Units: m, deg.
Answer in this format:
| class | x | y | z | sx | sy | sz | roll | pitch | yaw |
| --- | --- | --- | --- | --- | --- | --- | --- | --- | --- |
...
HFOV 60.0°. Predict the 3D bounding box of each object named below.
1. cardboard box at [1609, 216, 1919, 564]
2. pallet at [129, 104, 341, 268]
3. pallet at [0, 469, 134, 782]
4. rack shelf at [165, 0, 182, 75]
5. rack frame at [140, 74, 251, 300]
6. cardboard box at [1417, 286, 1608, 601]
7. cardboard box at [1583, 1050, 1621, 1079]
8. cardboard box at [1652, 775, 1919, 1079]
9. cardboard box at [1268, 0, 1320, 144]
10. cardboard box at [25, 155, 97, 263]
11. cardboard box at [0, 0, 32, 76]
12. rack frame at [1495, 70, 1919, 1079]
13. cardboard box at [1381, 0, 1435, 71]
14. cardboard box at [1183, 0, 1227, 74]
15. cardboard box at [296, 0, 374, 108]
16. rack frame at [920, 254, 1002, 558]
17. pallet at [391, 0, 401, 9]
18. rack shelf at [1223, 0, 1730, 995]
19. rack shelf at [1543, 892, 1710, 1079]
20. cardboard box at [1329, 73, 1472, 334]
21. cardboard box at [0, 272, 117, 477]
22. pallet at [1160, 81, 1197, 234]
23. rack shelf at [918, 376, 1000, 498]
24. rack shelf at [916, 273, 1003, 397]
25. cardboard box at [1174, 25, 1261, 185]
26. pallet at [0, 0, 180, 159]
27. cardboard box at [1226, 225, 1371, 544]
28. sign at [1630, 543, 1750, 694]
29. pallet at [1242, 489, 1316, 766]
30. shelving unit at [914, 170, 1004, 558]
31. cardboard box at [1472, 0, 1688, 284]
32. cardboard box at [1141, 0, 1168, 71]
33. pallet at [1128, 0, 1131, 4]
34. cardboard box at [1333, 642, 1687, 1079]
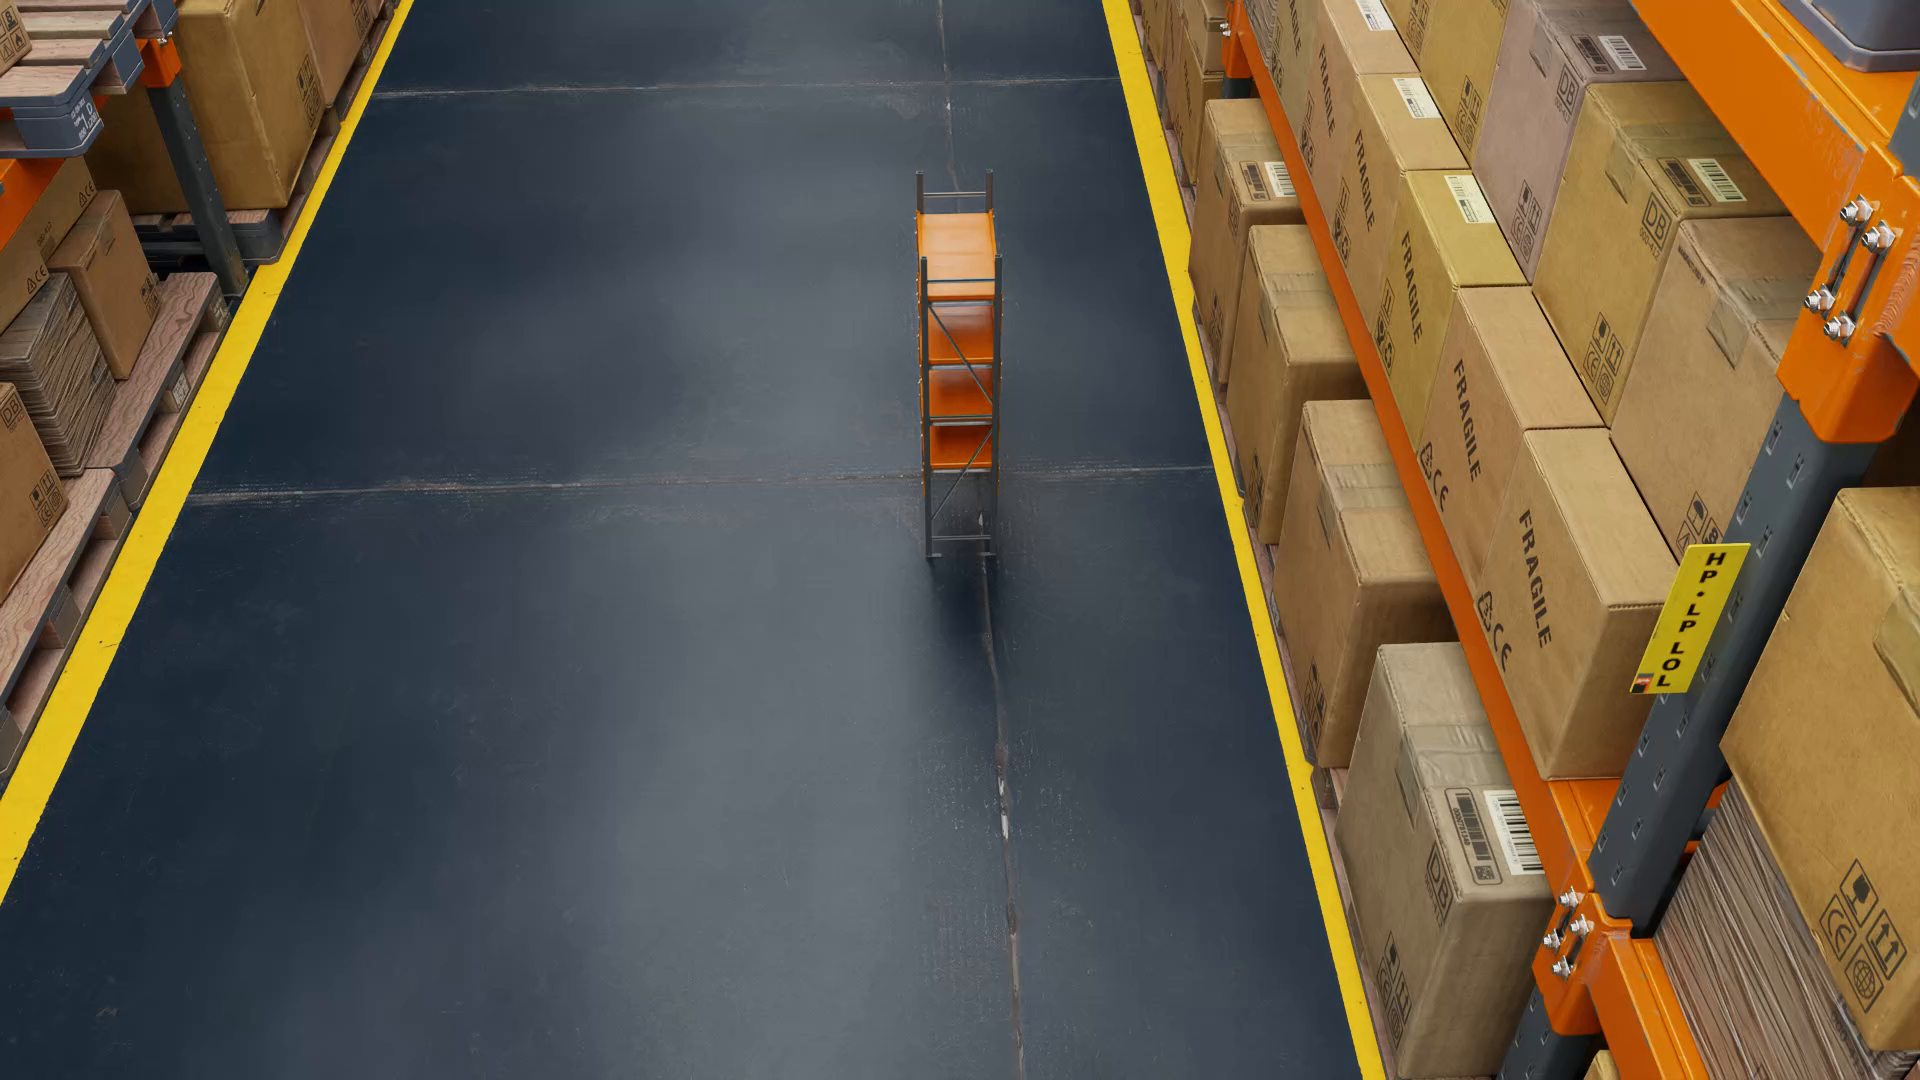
| class | x | y | z | sx | sy | sz | roll | pitch | yaw |
| --- | --- | --- | --- | --- | --- | --- | --- | --- | --- |
| cardboard box | 1.652 | -0.238 | 2.975 | 0.700 | 0.500 | 0.500 | -2 | 43 | -3 |
| pallet | -3.408 | -1.630 | 7.372 | 1.003 | 0.211 | 1.213 | -2 | 43 | -2 |
| pallet | -3.370 | 0.254 | 5.317 | 1.003 | 0.211 | 1.213 | -2 | 43 | -2 |
| rack shelf | -3.535 | -3.208 | 7.563 | 1.077 | 0.370 | 4.000 | -2 | 43 | -2 |
| rack frame | -3.450 | -2.123 | 5.847 | 1.000 | 3.000 | 0.127 | -2 | 43 | -2 |
| cardboard box | 1.369 | -0.220 | 3.696 | 0.500 | 0.500 | 0.500 | -2 | 43 | -2 |
| cardboard box | 1.636 | 1.558 | 3.092 | 0.875 | 0.875 | 0.875 | -1 | 43 | -1 |
| cardboard box | 1.707 | 0.696 | 2.660 | 0.875 | 0.550 | 0.550 | -2 | 43 | -2 |
| cardboard box | 1.283 | -1.580 | 5.180 | 0.500 | 0.500 | 0.500 | -2 | 43 | -2 |
| cardboard box | -3.392 | -1.189 | 5.797 | 0.500 | 0.250 | 0.500 | 0 | 43 | 0 |
| cardboard box | -3.264 | -1.578 | 4.867 | 0.700 | 0.500 | 0.500 | 4 | 43 | 5 |
| rack frame | 1.676 | 0.503 | 2.981 | 0.949 | 2.616 | 0.053 | -2 | 43 | -2 |
| cardboard box | 1.565 | -1.612 | 4.475 | 0.700 | 0.500 | 0.500 | -2 | 43 | -2 |
| cardboard box | 1.219 | -2.162 | 6.872 | 0.500 | 0.250 | 0.500 | -3 | 43 | -3 |
| cardboard box | -3.489 | -2.564 | 7.588 | 1.225 | 0.875 | 0.875 | -2 | 43 | -2 |
| rack frame | 0.003 | -0.389 | 5.287 | 0.240 | 1.200 | 0.015 | -2 | 43 | -2 |
| pallet | -3.512 | -3.277 | 9.169 | 1.003 | 0.211 | 1.213 | -2 | 43 | -2 |
| rack shelf | 1.594 | -0.582 | 4.698 | 1.077 | 0.370 | 4.000 | -2 | 43 | -2 |
| rack shelf | 1.764 | 2.118 | 1.752 | 1.077 | 0.370 | 4.000 | -2 | 43 | -2 |
| cardboard box | 1.323 | -0.904 | 4.442 | 0.500 | 0.500 | 0.500 | -2 | 43 | -2 |
| cardboard box | -3.365 | -0.538 | 5.642 | 0.700 | 0.500 | 0.500 | -5 | 43 | -5 |
| pallet | 1.478 | -1.697 | 7.445 | 1.003 | 0.211 | 1.213 | -2 | 43 | -2 |
| rack shelf | -0.007 | -0.358 | 5.646 | 0.258 | 0.148 | 0.480 | -2 | 43 | -2 |
| rack shelf | -0.007 | -0.669 | 5.361 | 0.258 | 0.148 | 0.480 | -2 | 43 | -2 |
| cardboard box | 1.220 | -1.868 | 7.107 | 0.500 | 0.500 | 0.500 | -2 | 43 | -2 |
| pallet | -3.314 | -1.575 | 5.390 | 1.213 | 0.211 | 1.003 | -2 | 43 | -2 |
| cardboard box | 1.486 | -0.519 | 5.451 | 1.050 | 0.750 | 0.750 | -1 | 43 | -1 |
| sign | 1.138 | 0.127 | 2.593 | 0.100 | 0.325 | 0.005 | -2 | 43 | -2 |
| pallet | 1.517 | 0.186 | 5.390 | 1.003 | 0.211 | 1.213 | -2 | 43 | -2 |
| shelving unit | -0.007 | -0.554 | 5.466 | 0.258 | 1.200 | 0.503 | -2 | 43 | -2 |
| cardboard box | 1.608 | -0.926 | 3.726 | 0.700 | 0.500 | 0.500 | -1 | 43 | -1 |
| cardboard box | 1.163 | -2.575 | 7.878 | 0.500 | 0.500 | 0.500 | -3 | 43 | -4 |
| pallet | 1.374 | -3.344 | 9.242 | 1.003 | 0.211 | 1.213 | -2 | 43 | -2 |
| cardboard box | 1.563 | 0.761 | 4.054 | 1.050 | 0.750 | 0.750 | -2 | 43 | -2 |
